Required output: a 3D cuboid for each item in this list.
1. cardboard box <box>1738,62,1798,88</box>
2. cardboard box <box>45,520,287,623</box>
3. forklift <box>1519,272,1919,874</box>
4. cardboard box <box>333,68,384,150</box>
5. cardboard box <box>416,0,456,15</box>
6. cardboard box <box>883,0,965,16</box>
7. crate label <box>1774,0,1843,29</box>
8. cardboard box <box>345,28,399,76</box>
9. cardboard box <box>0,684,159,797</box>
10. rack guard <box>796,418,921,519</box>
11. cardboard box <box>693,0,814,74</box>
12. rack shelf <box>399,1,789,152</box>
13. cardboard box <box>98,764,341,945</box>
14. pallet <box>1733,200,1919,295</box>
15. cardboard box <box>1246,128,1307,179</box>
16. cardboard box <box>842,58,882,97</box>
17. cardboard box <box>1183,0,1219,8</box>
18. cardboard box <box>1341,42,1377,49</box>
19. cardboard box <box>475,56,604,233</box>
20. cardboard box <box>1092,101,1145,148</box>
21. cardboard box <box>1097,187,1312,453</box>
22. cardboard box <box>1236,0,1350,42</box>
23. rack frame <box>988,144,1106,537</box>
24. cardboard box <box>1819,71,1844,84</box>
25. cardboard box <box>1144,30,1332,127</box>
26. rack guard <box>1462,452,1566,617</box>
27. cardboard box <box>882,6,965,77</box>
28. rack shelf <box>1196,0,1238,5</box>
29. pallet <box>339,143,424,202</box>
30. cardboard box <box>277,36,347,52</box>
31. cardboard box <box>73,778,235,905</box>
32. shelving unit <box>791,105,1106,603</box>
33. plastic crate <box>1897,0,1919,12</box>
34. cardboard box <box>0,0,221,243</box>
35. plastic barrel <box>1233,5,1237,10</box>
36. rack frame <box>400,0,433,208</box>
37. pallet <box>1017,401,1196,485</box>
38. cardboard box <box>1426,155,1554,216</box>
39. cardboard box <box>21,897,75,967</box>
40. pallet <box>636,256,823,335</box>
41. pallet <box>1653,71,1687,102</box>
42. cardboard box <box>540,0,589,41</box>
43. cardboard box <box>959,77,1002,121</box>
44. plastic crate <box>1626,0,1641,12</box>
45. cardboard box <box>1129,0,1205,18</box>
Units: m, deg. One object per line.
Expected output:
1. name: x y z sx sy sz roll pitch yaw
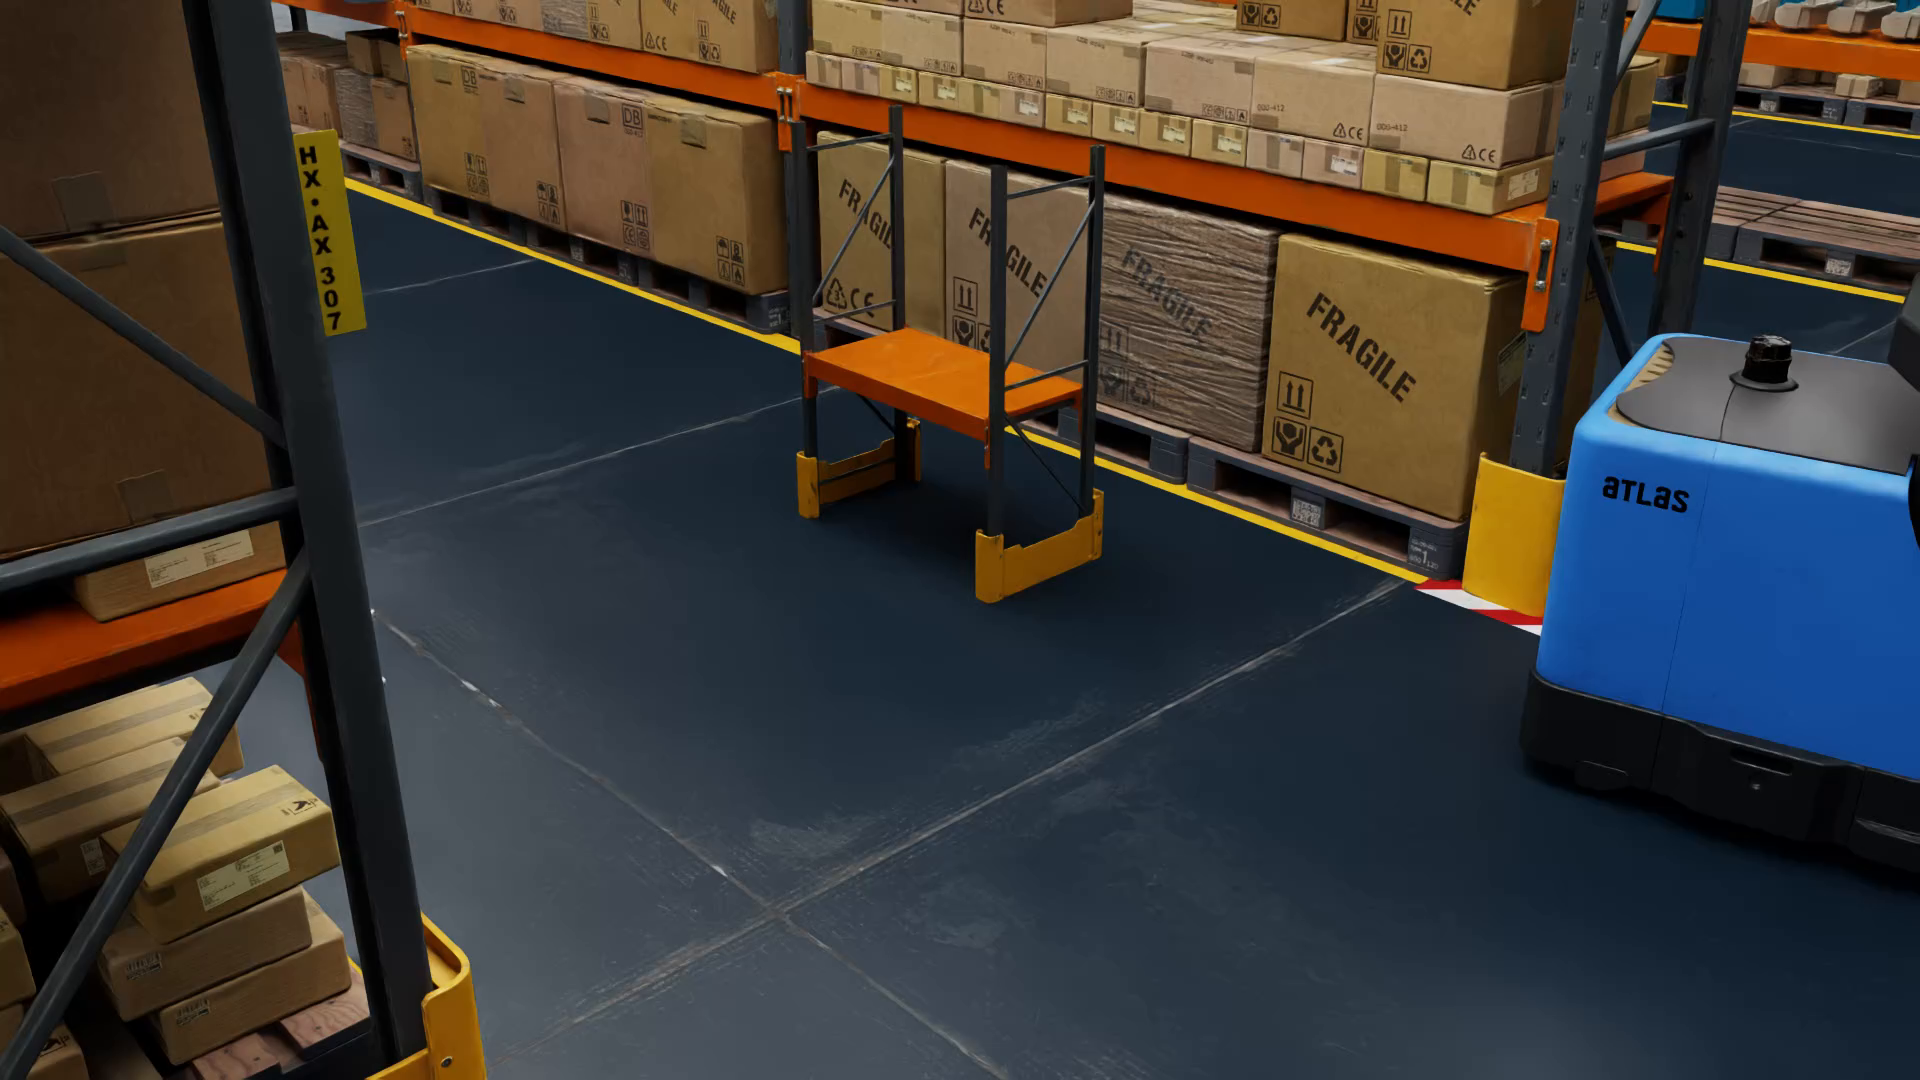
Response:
1. cardboard box: 6.902 -4.124 14.385 0.500 0.311 0.500 -21 32 -38
2. cardboard box: -1.398 -0.015 2.971 0.380 0.149 0.250 -22 32 -39
3. forklift: 3.129 -0.508 3.833 3.031 2.935 1.130 15 28 29
4. cardboard box: -4.055 -3.163 12.050 0.500 0.500 0.700 21 32 38
5. cardboard box: -3.061 -3.559 10.317 0.500 0.500 0.500 -20 31 -37
6. cardboard box: 0.011 -2.565 7.178 0.500 0.500 0.500 -21 32 -38
7. crate label: 4.804 -2.992 9.440 0.396 0.136 0.243 -21 32 -38
8. cardboard box: -4.044 -3.494 11.874 0.500 0.250 0.500 -17 30 -33
9. cardboard box: -2.111 0.429 3.909 0.250 0.149 0.380 22 32 39
10. rack guard: -0.392 -0.288 6.579 0.587 0.250 0.087 -21 32 -38
11. cardboard box: -0.979 -2.636 8.294 0.500 0.500 0.500 -21 32 -38
12. rack shelf: -1.827 -2.805 9.651 1.077 0.370 4.000 -21 32 -38
13. cardboard box: -1.526 0.642 3.440 0.250 0.149 0.380 22 32 39
14. pallet: 5.354 -1.712 9.748 1.003 0.211 1.213 -21 32 -38
15. cardboard box: 1.270 -1.445 6.107 0.380 0.149 0.250 -21 32 -38
16. cardboard box: -0.321 -2.148 7.648 0.250 0.149 0.380 23 33 40
17. cardboard box: 2.805 -5.886 18.345 0.500 0.250 0.500 -20 31 -37
18. cardboard box: 1.783 -1.759 6.314 0.500 0.250 0.500 -22 32 -39
19. cardboard box: -2.134 -2.475 10.116 1.225 0.875 0.875 -21 32 -38
20. cardboard box: 0.745 -1.678 6.616 0.380 0.149 0.250 -20 32 -37
21. cardboard box: 1.156 -0.986 6.851 0.875 0.875 0.875 -21 32 -38
22. cardboard box: 1.442 -2.251 6.490 0.500 0.500 0.500 -22 33 -40
23. rack frame: 0.289 -0.554 5.658 0.500 1.500 0.032 -21 32 -38
24. cardboard box: 7.670 -4.050 14.418 0.380 0.149 0.250 -21 32 -38
25. cardboard box: 1.054 -1.761 6.318 0.500 0.250 0.500 22 33 40
26. rack guard: 2.290 -0.170 6.020 1.175 0.500 0.348 -21 32 -38
27. cardboard box: 0.006 -2.225 7.335 0.500 0.250 0.500 -21 32 -39
28. rack shelf: 1.788 -4.210 12.731 1.077 0.370 4.000 -21 32 -38
29. pallet: -3.727 -2.707 11.929 1.003 0.211 1.213 -21 32 -38
30. cardboard box: -5.212 -3.671 13.164 0.700 0.500 0.500 -21 32 -39
31. cardboard box: -1.733 0.702 3.667 0.380 0.149 0.250 -21 32 -39
32. shelving unit: -0.052 -0.705 5.989 0.587 1.500 1.083 -21 32 -38
33. plastic crate: 5.511 -3.038 9.425 0.416 0.233 0.300 -21 32 -38
34. cardboard box: -1.529 -0.785 2.673 0.500 0.500 0.500 -21 32 -39
35. plastic barrel: 2.312 -3.552 12.444 0.600 0.901 0.708 -21 32 -38
36. rack frame: -3.194 -3.738 10.830 1.000 3.000 0.127 -21 32 -38
37. pallet: 0.840 -0.635 7.388 1.003 0.211 1.213 -21 32 -38
38. cardboard box: 1.790 -1.215 5.601 0.380 0.149 0.250 -20 32 -38
39. cardboard box: -1.954 0.789 3.835 0.380 0.149 0.250 -21 32 -38
40. pallet: -1.043 -1.470 9.218 1.003 0.211 1.213 -21 32 -38
41. pallet: 6.190 -4.302 15.427 1.003 0.211 1.213 -21 32 -38
42. cardboard box: -2.014 -3.097 9.305 0.500 0.500 0.500 -21 32 -38
43. cardboard box: 0.215 -1.912 7.130 0.380 0.149 0.250 -22 32 -39
44. plastic crate: 4.064 -3.390 10.137 0.437 0.282 0.530 -21 32 -38
45. cardboard box: 0.738 -2.223 7.332 0.500 0.250 0.500 -20 32 -37
